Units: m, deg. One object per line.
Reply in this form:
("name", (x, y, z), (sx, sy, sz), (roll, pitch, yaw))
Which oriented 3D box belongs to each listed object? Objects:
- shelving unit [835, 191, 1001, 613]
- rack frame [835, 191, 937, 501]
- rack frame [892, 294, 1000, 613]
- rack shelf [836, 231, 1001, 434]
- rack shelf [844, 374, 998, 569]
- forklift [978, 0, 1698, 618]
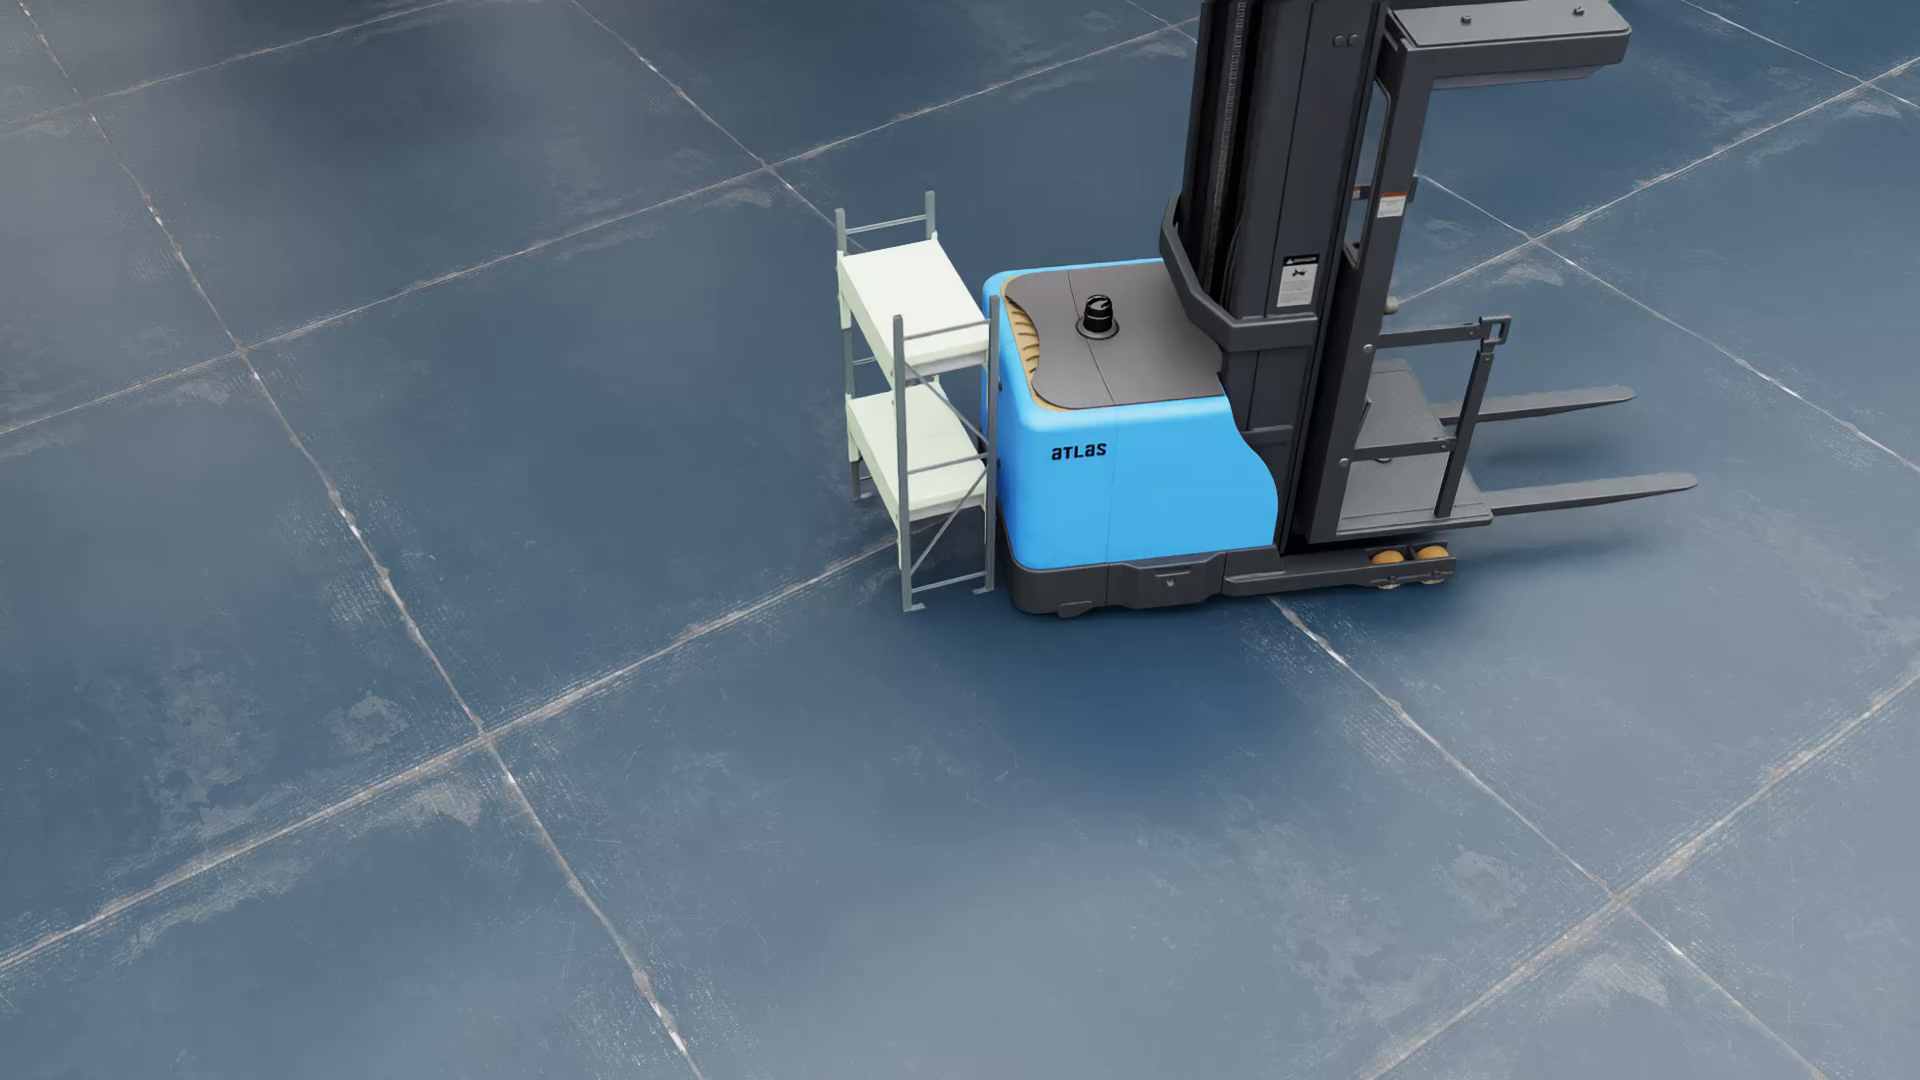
("shelving unit", (-0.169, -0.531, 6.711), (0.431, 1.500, 0.755), (-14, 45, -14))
("rack frame", (-0.291, -0.769, 6.961), (0.400, 1.500, 0.023), (-14, 45, -14))
("rack frame", (-0.048, -0.292, 6.461), (0.400, 1.500, 0.023), (-14, 45, -14))
("rack shelf", (-0.169, -0.813, 6.441), (0.431, 0.370, 0.720), (-14, 45, -14))
("rack shelf", (-0.169, -0.295, 6.936), (0.431, 0.370, 0.720), (-14, 45, -14))
("forklift", (1.641, -1.211, 6.387), (3.031, 2.935, 1.130), (-6, 44, -6))
